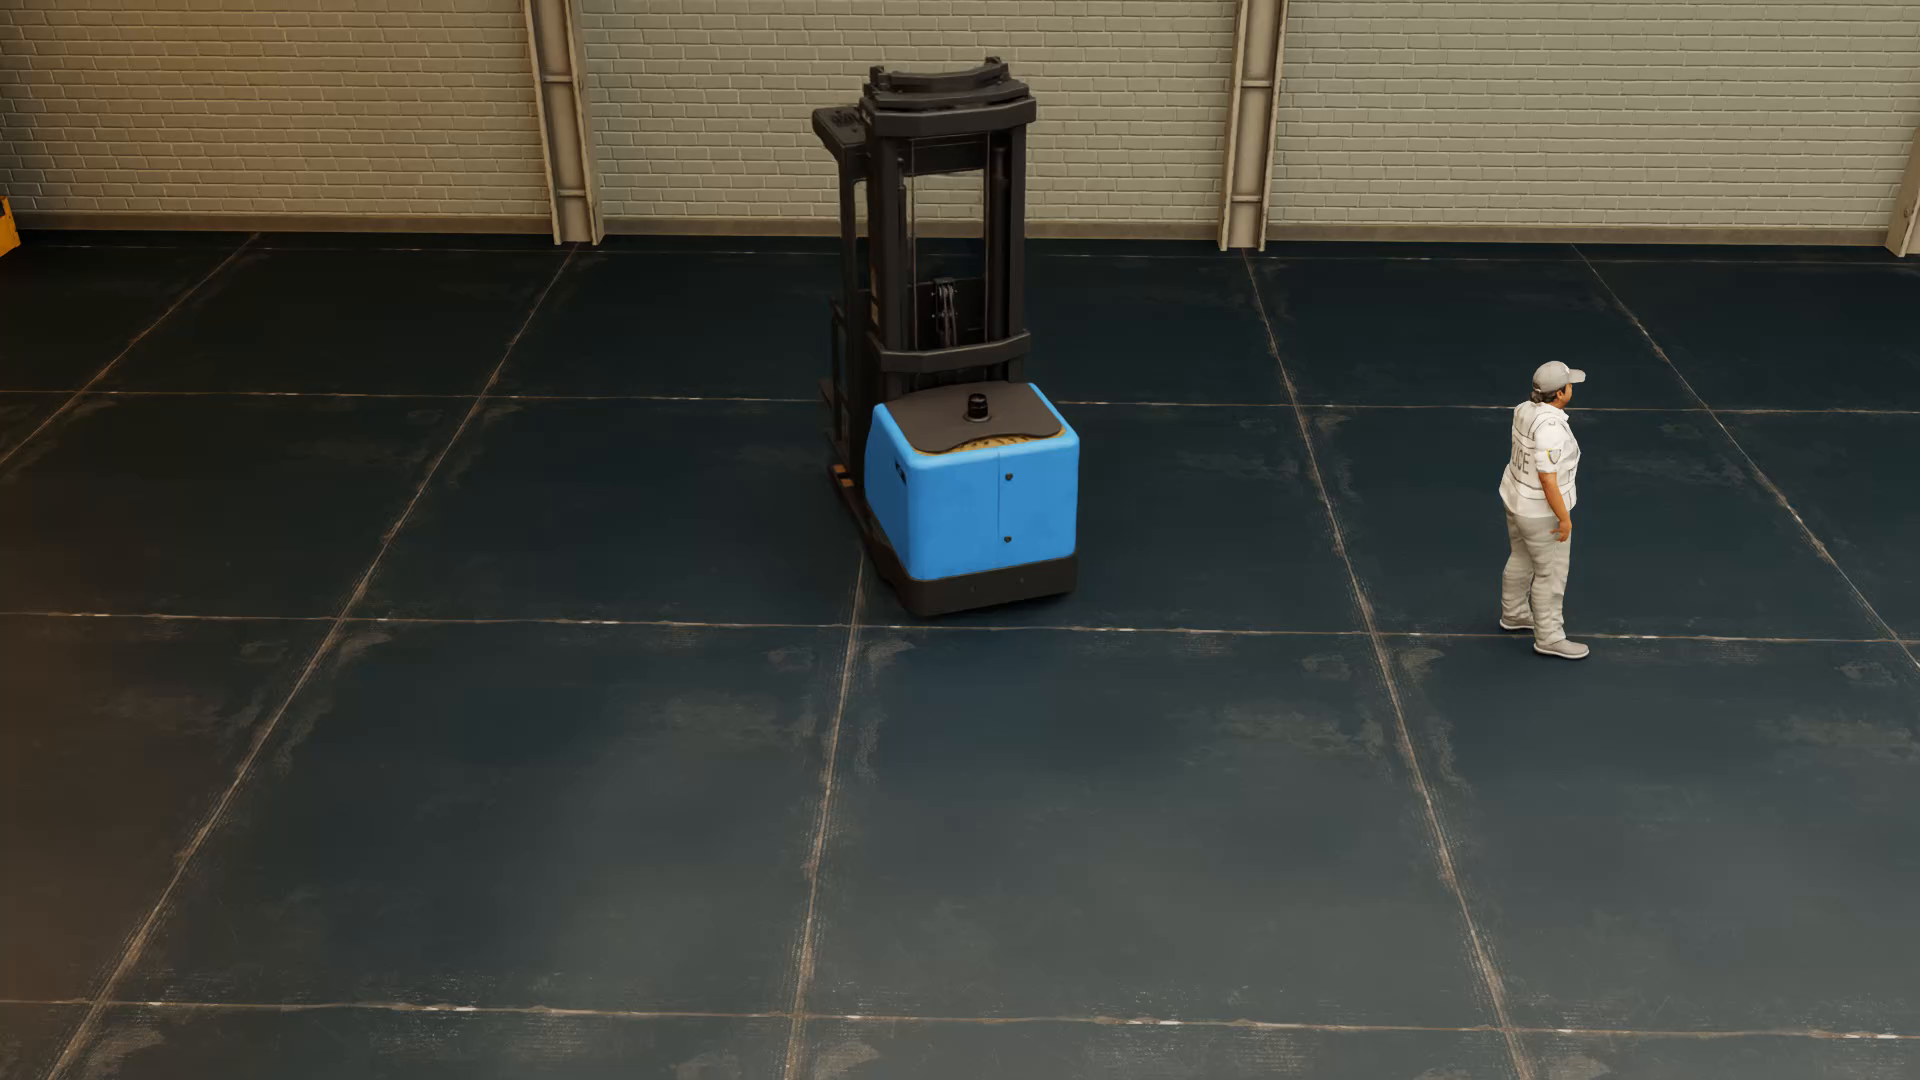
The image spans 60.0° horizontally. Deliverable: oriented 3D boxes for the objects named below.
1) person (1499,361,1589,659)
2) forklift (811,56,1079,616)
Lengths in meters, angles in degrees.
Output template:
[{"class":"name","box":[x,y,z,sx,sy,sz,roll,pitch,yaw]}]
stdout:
[{"class":"person","box":[3.269,-0.191,9.169,0.529,1.670,0.598,-2,31,-3]},{"class":"forklift","box":[-0.243,-1.558,10.256,1.130,2.935,3.031,-9,32,-15]}]
